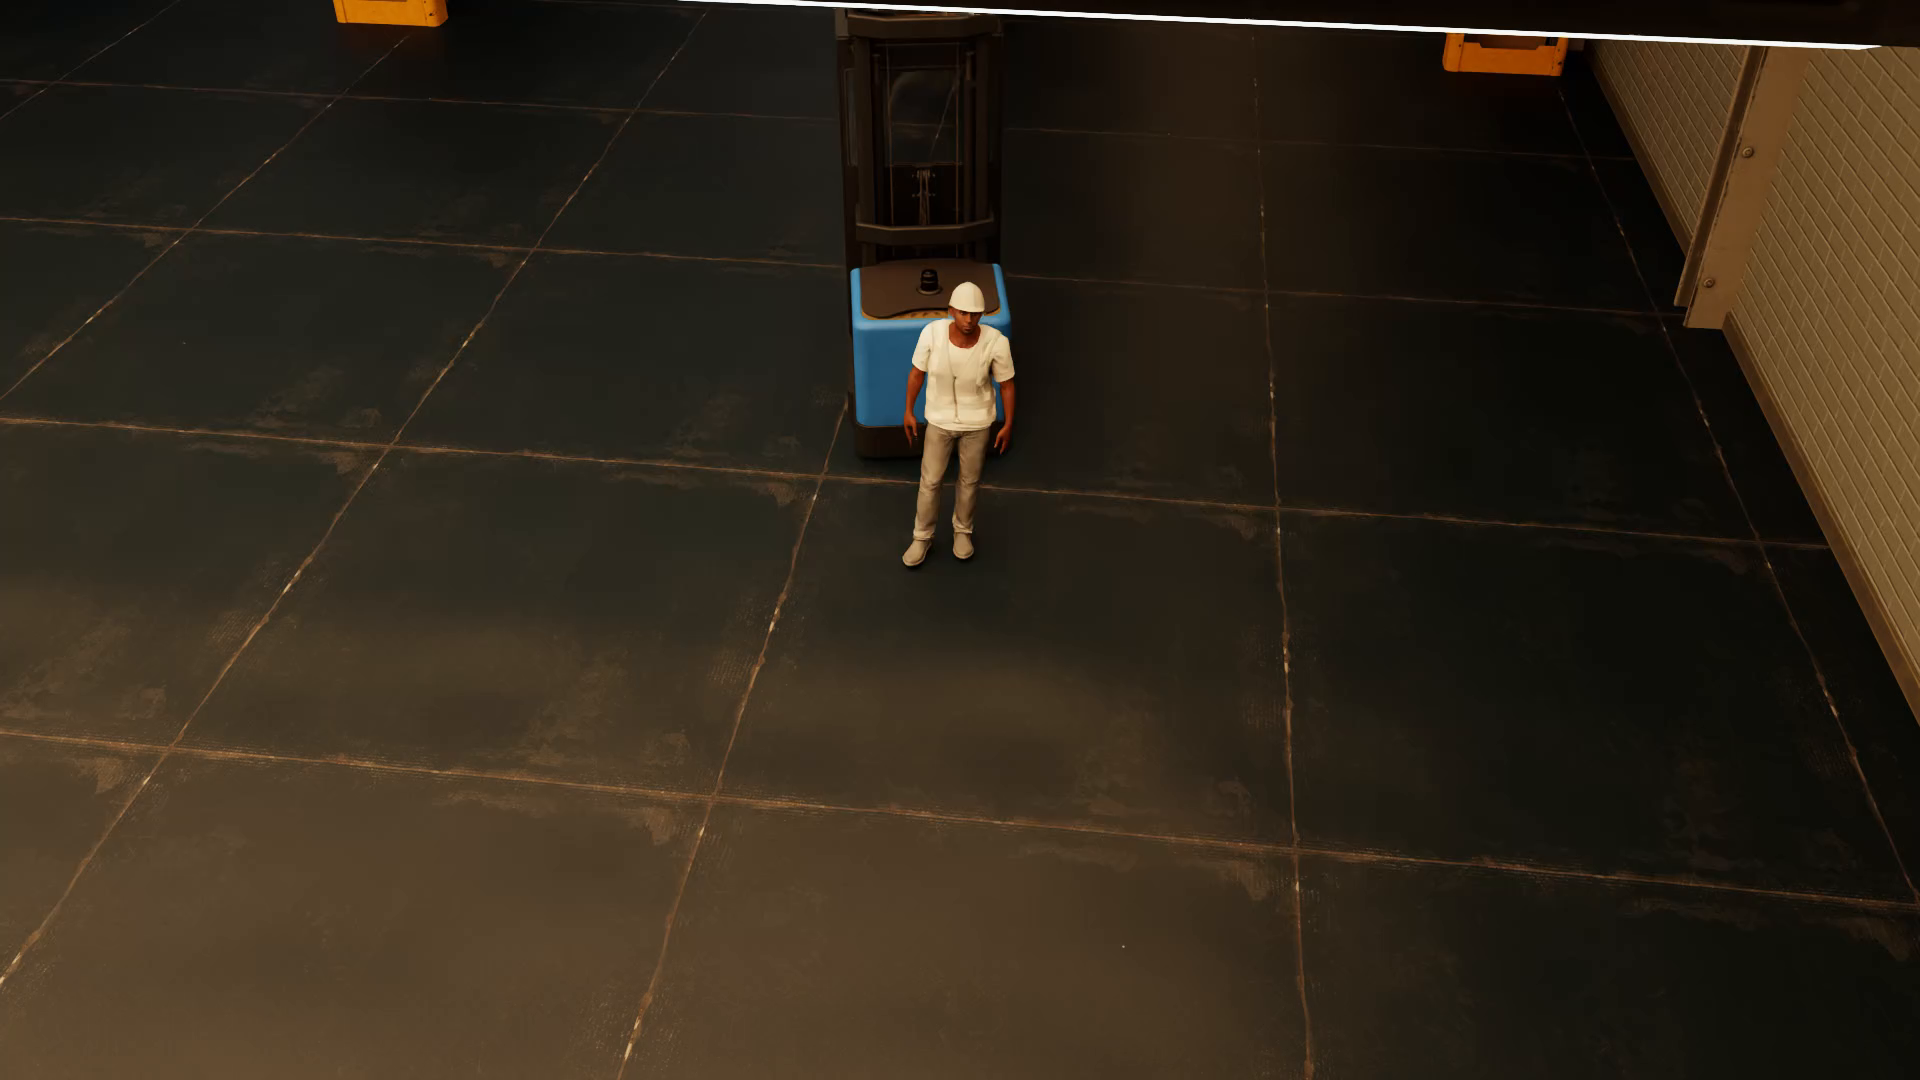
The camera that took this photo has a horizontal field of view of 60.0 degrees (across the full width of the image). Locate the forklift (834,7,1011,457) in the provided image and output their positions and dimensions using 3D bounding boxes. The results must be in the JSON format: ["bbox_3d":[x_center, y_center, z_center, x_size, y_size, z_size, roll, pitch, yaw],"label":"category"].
[{"bbox_3d":[-0.278,-2.588,11.541,1.130,2.935,3.031,-2,36,-3],"label":"forklift"}]

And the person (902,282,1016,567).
[{"bbox_3d":[-0.014,-0.676,9.916,0.666,1.768,0.575,4,37,6],"label":"person"}]
